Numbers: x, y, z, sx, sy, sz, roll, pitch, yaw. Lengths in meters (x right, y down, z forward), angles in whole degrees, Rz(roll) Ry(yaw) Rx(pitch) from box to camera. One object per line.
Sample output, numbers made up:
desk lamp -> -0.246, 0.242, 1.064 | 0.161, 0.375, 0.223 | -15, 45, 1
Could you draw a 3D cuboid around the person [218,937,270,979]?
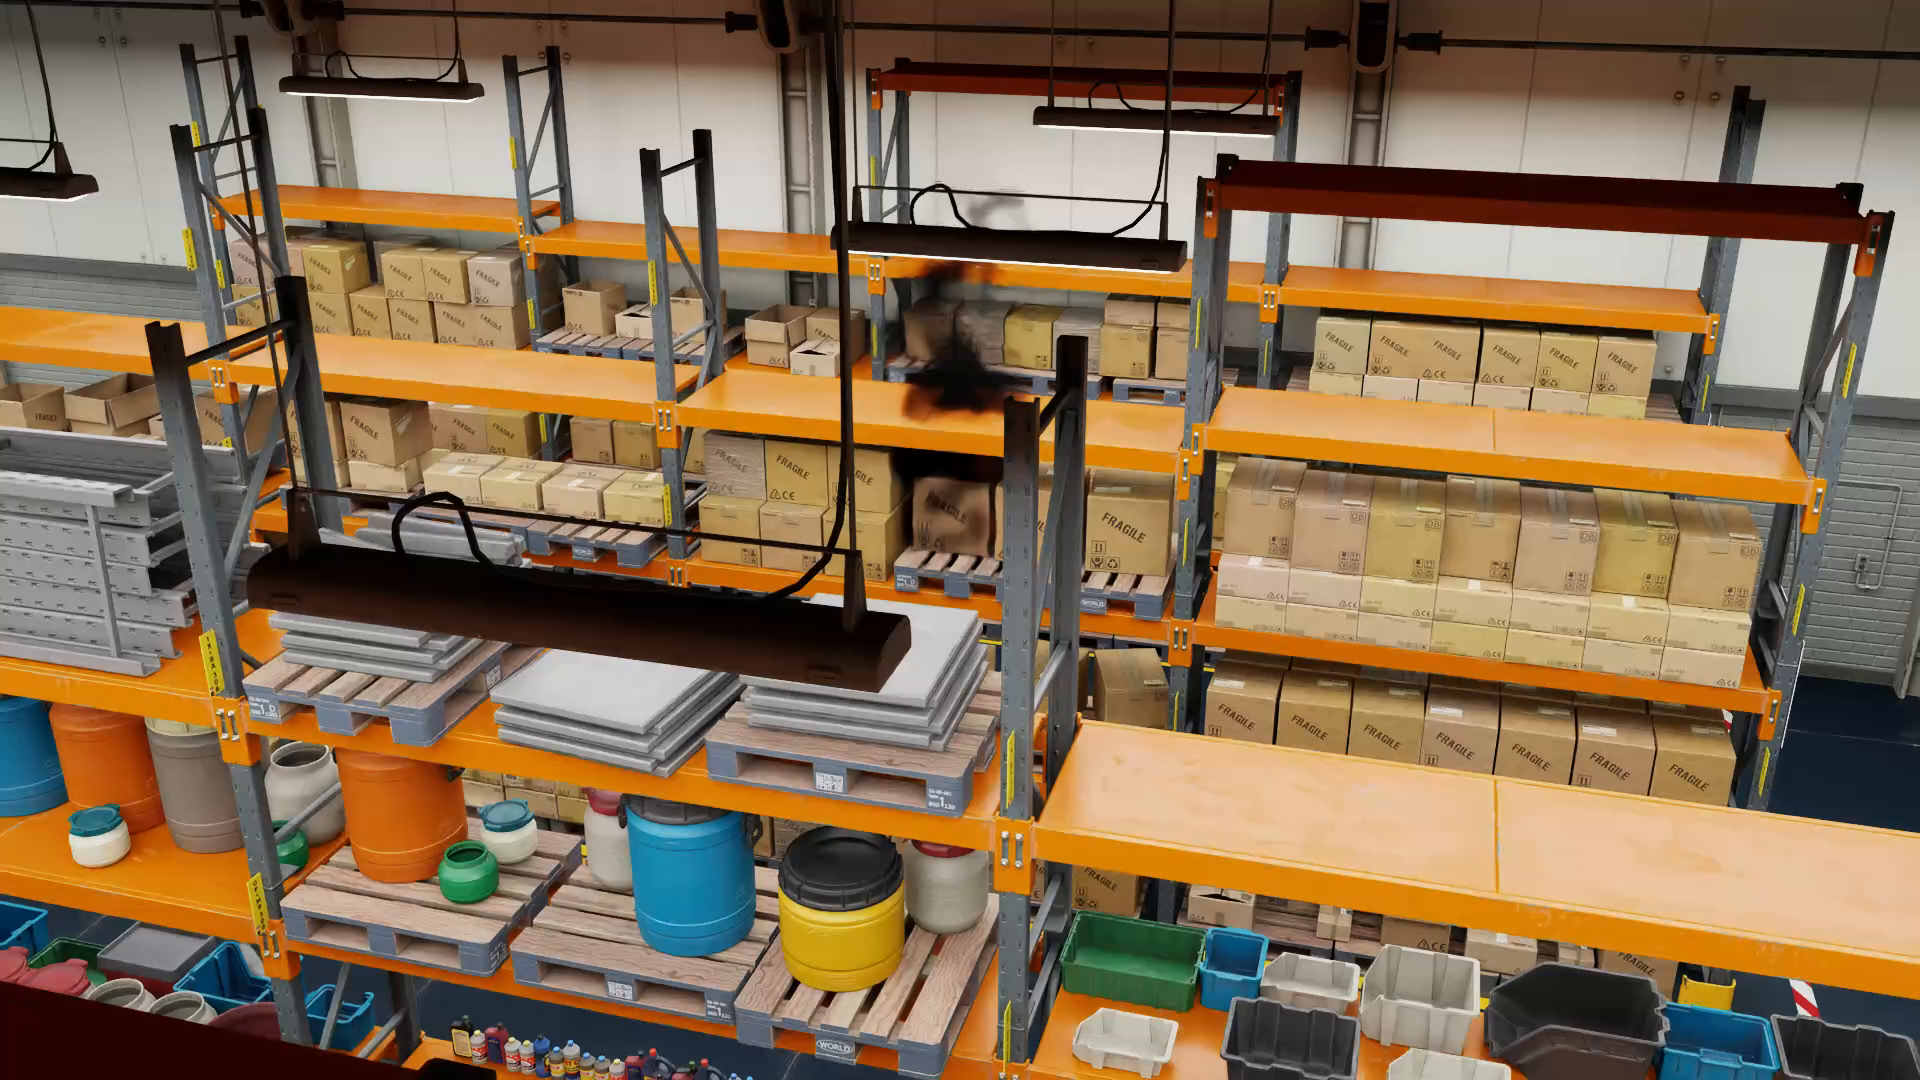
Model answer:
person -> -5.455, 2.718, 12.103 | 0.759, 1.705, 0.554 | 7, 24, 17
